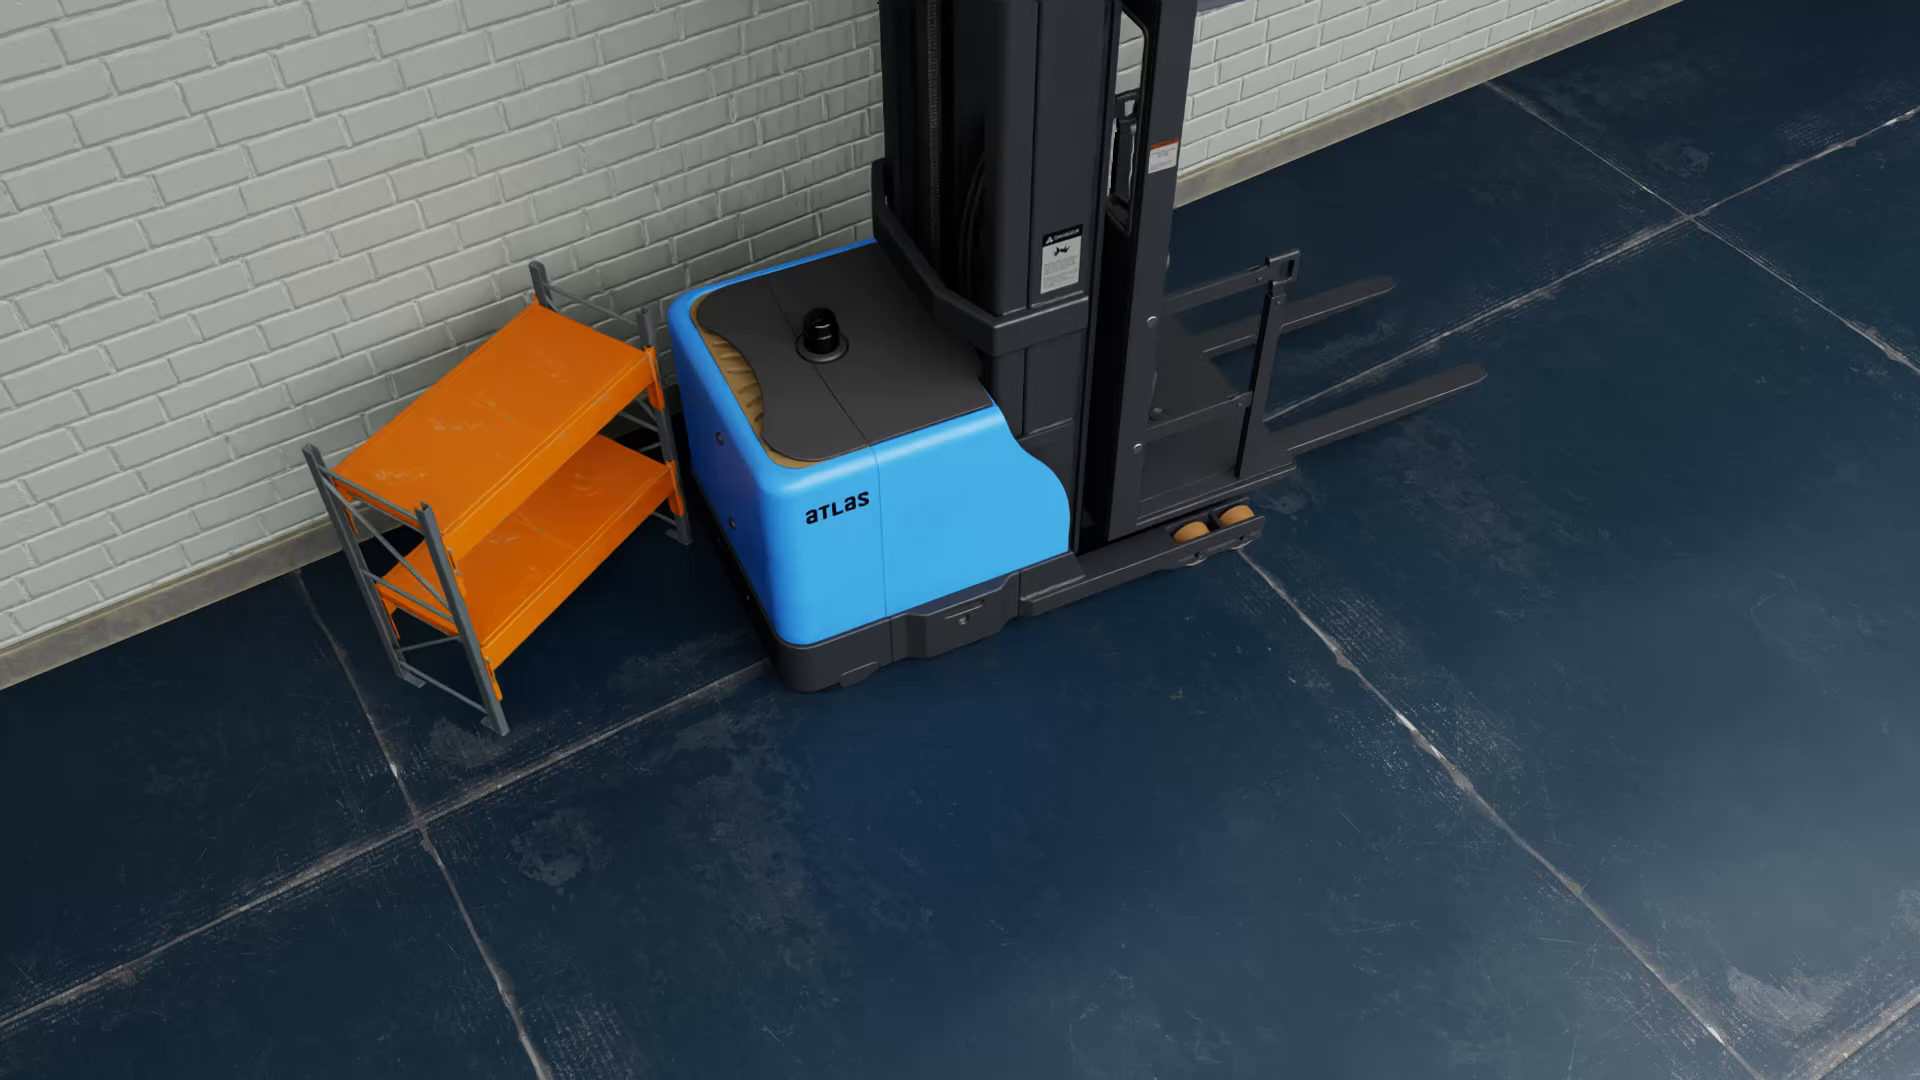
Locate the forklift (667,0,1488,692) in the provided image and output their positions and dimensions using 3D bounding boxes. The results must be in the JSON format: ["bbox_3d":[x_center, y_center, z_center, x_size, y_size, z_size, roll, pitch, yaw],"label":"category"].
[{"bbox_3d":[0.566,-1.219,5.373,3.031,2.935,1.130,-20,51,-17],"label":"forklift"}]

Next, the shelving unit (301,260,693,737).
[{"bbox_3d":[-1.490,-0.135,5.617,0.538,1.125,1.048,25,53,20],"label":"shelving unit"}]

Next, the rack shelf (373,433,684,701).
[{"bbox_3d":[-1.490,0.027,5.800,0.538,0.278,1.000,25,53,20],"label":"rack shelf"}]

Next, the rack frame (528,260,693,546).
[{"bbox_3d":[-1.224,-0.459,5.905,0.500,1.125,0.032,25,53,20],"label":"rack frame"}]

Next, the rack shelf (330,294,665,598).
[{"bbox_3d":[-1.490,-0.330,5.399,0.538,0.278,1.000,25,53,20],"label":"rack shelf"}]

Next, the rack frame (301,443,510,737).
[{"bbox_3d":[-1.756,0.188,5.329,0.500,1.125,0.032,25,53,20],"label":"rack frame"}]
